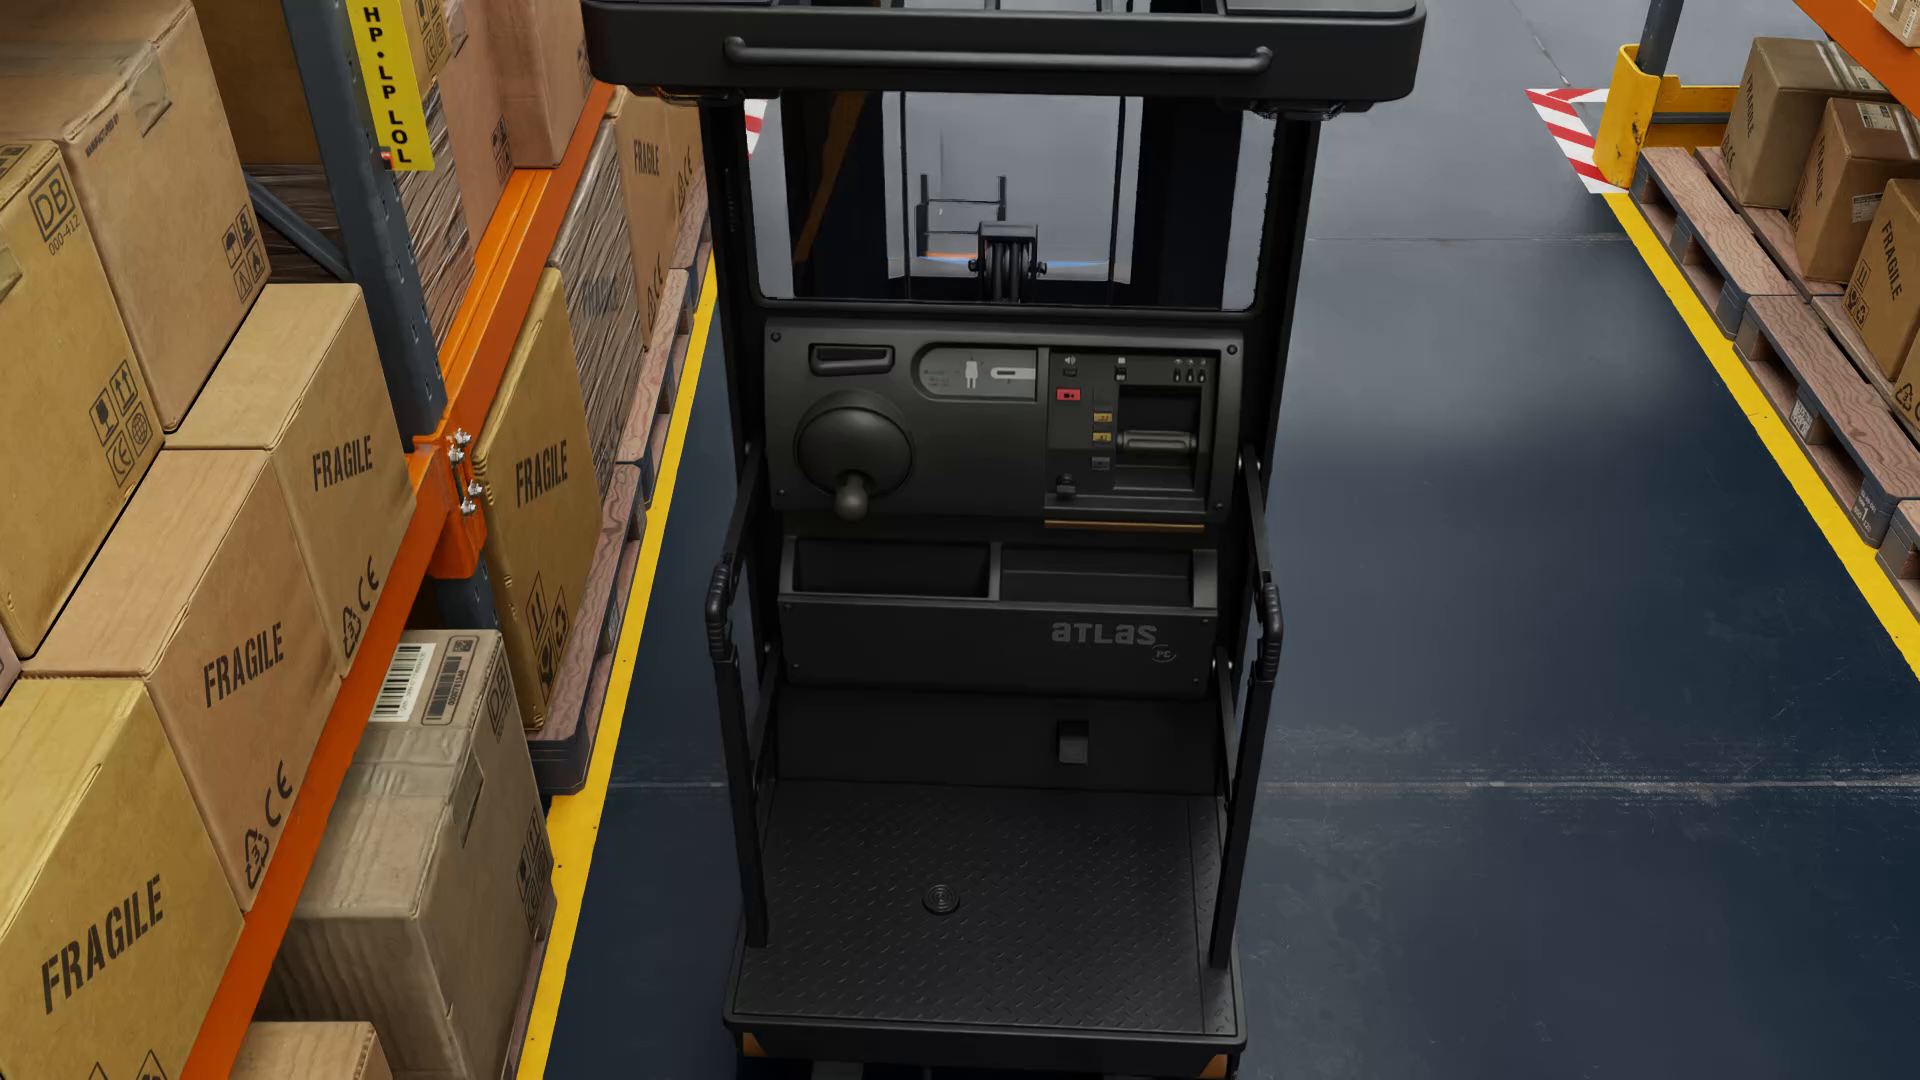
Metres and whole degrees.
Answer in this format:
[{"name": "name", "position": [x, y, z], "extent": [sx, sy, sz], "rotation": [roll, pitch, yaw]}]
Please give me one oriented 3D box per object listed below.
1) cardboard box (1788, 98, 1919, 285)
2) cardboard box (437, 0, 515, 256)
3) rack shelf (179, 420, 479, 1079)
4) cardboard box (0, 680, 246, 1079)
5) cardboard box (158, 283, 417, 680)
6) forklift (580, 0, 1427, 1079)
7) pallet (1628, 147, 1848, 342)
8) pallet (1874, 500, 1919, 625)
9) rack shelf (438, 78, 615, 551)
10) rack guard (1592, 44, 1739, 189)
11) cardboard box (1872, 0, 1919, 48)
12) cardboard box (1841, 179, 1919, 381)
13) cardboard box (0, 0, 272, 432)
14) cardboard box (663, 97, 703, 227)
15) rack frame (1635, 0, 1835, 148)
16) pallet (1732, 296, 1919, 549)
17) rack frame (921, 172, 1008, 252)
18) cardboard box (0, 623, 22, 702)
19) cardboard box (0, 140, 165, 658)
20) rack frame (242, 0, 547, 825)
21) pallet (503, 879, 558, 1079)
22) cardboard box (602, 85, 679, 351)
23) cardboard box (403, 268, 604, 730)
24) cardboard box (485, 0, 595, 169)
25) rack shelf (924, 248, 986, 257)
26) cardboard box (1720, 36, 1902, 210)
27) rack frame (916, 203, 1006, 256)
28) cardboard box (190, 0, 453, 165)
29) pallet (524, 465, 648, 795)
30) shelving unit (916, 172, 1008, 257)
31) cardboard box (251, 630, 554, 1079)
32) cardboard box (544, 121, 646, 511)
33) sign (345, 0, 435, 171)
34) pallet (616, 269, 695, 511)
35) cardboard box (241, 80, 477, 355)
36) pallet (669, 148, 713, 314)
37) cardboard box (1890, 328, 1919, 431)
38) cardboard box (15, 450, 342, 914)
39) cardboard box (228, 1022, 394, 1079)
[{"name": "cardboard box", "position": [3.399, -1.258, 6.084], "extent": [0.500, 0.500, 0.500], "rotation": [10, 40, 12]}, {"name": "cardboard box", "position": [-1.611, -1.025, 4.011], "extent": [0.875, 0.550, 0.550], "rotation": [0, 39, 0]}, {"name": "rack shelf", "position": [-1.573, 1.139, 2.005], "extent": [1.077, 0.370, 4.000], "rotation": [0, 39, 0]}, {"name": "cardboard box", "position": [-1.306, 0.527, 2.114], "extent": [0.500, 0.500, 0.500], "rotation": [0, 39, 0]}, {"name": "cardboard box", "position": [-1.307, -0.105, 2.903], "extent": [0.500, 0.500, 0.500], "rotation": [0, 39, 0]}, {"name": "forklift", "position": [0.072, -0.150, 3.094], "extent": [1.130, 2.935, 3.031], "rotation": [2, 39, 2]}, {"name": "pallet", "position": [3.346, -1.190, 6.566], "extent": [1.003, 0.211, 1.213], "rotation": [0, 39, 0]}, {"name": "pallet", "position": [3.349, 0.336, 4.662], "extent": [1.003, 0.211, 1.213], "rotation": [0, 39, 0]}, {"name": "rack shelf", "position": [-1.578, -1.362, 5.126], "extent": [1.077, 0.370, 4.000], "rotation": [0, 39, 0]}, {"name": "rack guard", "position": [3.380, -1.811, 7.110], "extent": [1.175, 0.500, 0.348], "rotation": [0, 39, 0]}, {"name": "cardboard box", "position": [3.047, -1.619, 5.073], "extent": [0.380, 0.149, 0.250], "rotation": [0, 39, 0]}, {"name": "cardboard box", "position": [3.381, -0.867, 5.596], "extent": [0.500, 0.500, 0.500], "rotation": [3, 39, 4]}, {"name": "cardboard box", "position": [-1.569, -0.511, 2.609], "extent": [0.700, 0.500, 0.500], "rotation": [-1, 39, -1]}, {"name": "cardboard box", "position": [-1.513, -1.804, 6.466], "extent": [0.875, 0.875, 0.875], "rotation": [0, 39, 0]}, {"name": "rack frame", "position": [3.380, -2.834, 6.388], "extent": [1.000, 3.000, 0.127], "rotation": [0, 39, 0]}, {"name": "pallet", "position": [3.344, -0.429, 5.617], "extent": [1.003, 0.211, 1.213], "rotation": [0, 39, 0]}, {"name": "rack frame", "position": [0.012, -0.545, 4.971], "extent": [0.240, 1.200, 0.006], "rotation": [2, 39, 2]}, {"name": "cardboard box", "position": [-1.566, 0.127, 1.814], "extent": [0.700, 0.500, 0.500], "rotation": [0, 39, 0]}, {"name": "cardboard box", "position": [-1.566, -0.189, 2.208], "extent": [0.700, 0.500, 0.500], "rotation": [-1, 39, -1]}, {"name": "rack frame", "position": [-1.575, -0.392, 3.341], "extent": [1.000, 3.000, 0.127], "rotation": [0, 39, 0]}, {"name": "pallet", "position": [-1.499, 1.178, 3.611], "extent": [1.003, 0.211, 1.213], "rotation": [0, 39, 0]}, {"name": "cardboard box", "position": [-1.510, -1.254, 5.780], "extent": [0.875, 0.875, 0.875], "rotation": [-1, 39, -1]}, {"name": "cardboard box", "position": [-1.506, -0.120, 4.365], "extent": [0.875, 0.875, 0.875], "rotation": [1, 39, 1]}, {"name": "cardboard box", "position": [-1.494, -1.363, 4.432], "extent": [0.875, 0.550, 0.550], "rotation": [0, 39, 0]}, {"name": "rack shelf", "position": [0.007, -0.734, 4.702], "extent": [0.258, 0.103, 0.180], "rotation": [2, 39, 2]}, {"name": "cardboard box", "position": [3.364, -1.632, 6.551], "extent": [0.500, 0.500, 0.500], "rotation": [7, 39, 8]}, {"name": "rack frame", "position": [0.002, -0.431, 4.828], "extent": [0.240, 1.200, 0.006], "rotation": [2, 39, 2]}, {"name": "cardboard box", "position": [-1.541, -1.103, 3.244], "extent": [0.875, 0.550, 0.550], "rotation": [0, 39, 0]}, {"name": "pallet", "position": [-1.498, 0.220, 4.806], "extent": [1.003, 0.211, 1.213], "rotation": [0, 39, 0]}, {"name": "shelving unit", "position": [0.007, -0.488, 4.900], "extent": [0.258, 1.200, 0.189], "rotation": [2, 39, 2]}, {"name": "cardboard box", "position": [-1.485, 0.710, 3.429], "extent": [1.050, 0.750, 0.750], "rotation": [0, 39, 0]}, {"name": "cardboard box", "position": [-1.511, -0.684, 5.068], "extent": [0.875, 0.875, 0.875], "rotation": [0, 39, 0]}, {"name": "sign", "position": [-1.033, -0.820, 3.012], "extent": [0.100, 0.325, 0.005], "rotation": [0, 39, 0]}, {"name": "pallet", "position": [-1.502, -0.544, 5.761], "extent": [1.003, 0.211, 1.213], "rotation": [0, 39, 0]}, {"name": "cardboard box", "position": [-1.588, -0.681, 3.582], "extent": [0.875, 0.550, 0.550], "rotation": [0, 39, 0]}, {"name": "pallet", "position": [-1.501, -1.305, 6.710], "extent": [1.003, 0.211, 1.213], "rotation": [0, 39, 0]}, {"name": "cardboard box", "position": [3.337, -0.518, 5.160], "extent": [0.500, 0.500, 0.500], "rotation": [-3, 39, -4]}, {"name": "cardboard box", "position": [-1.307, 0.211, 2.508], "extent": [0.500, 0.500, 0.500], "rotation": [0, 39, -1]}, {"name": "cardboard box", "position": [-1.487, 1.313, 2.676], "extent": [1.050, 0.750, 0.750], "rotation": [0, 39, 0]}]
